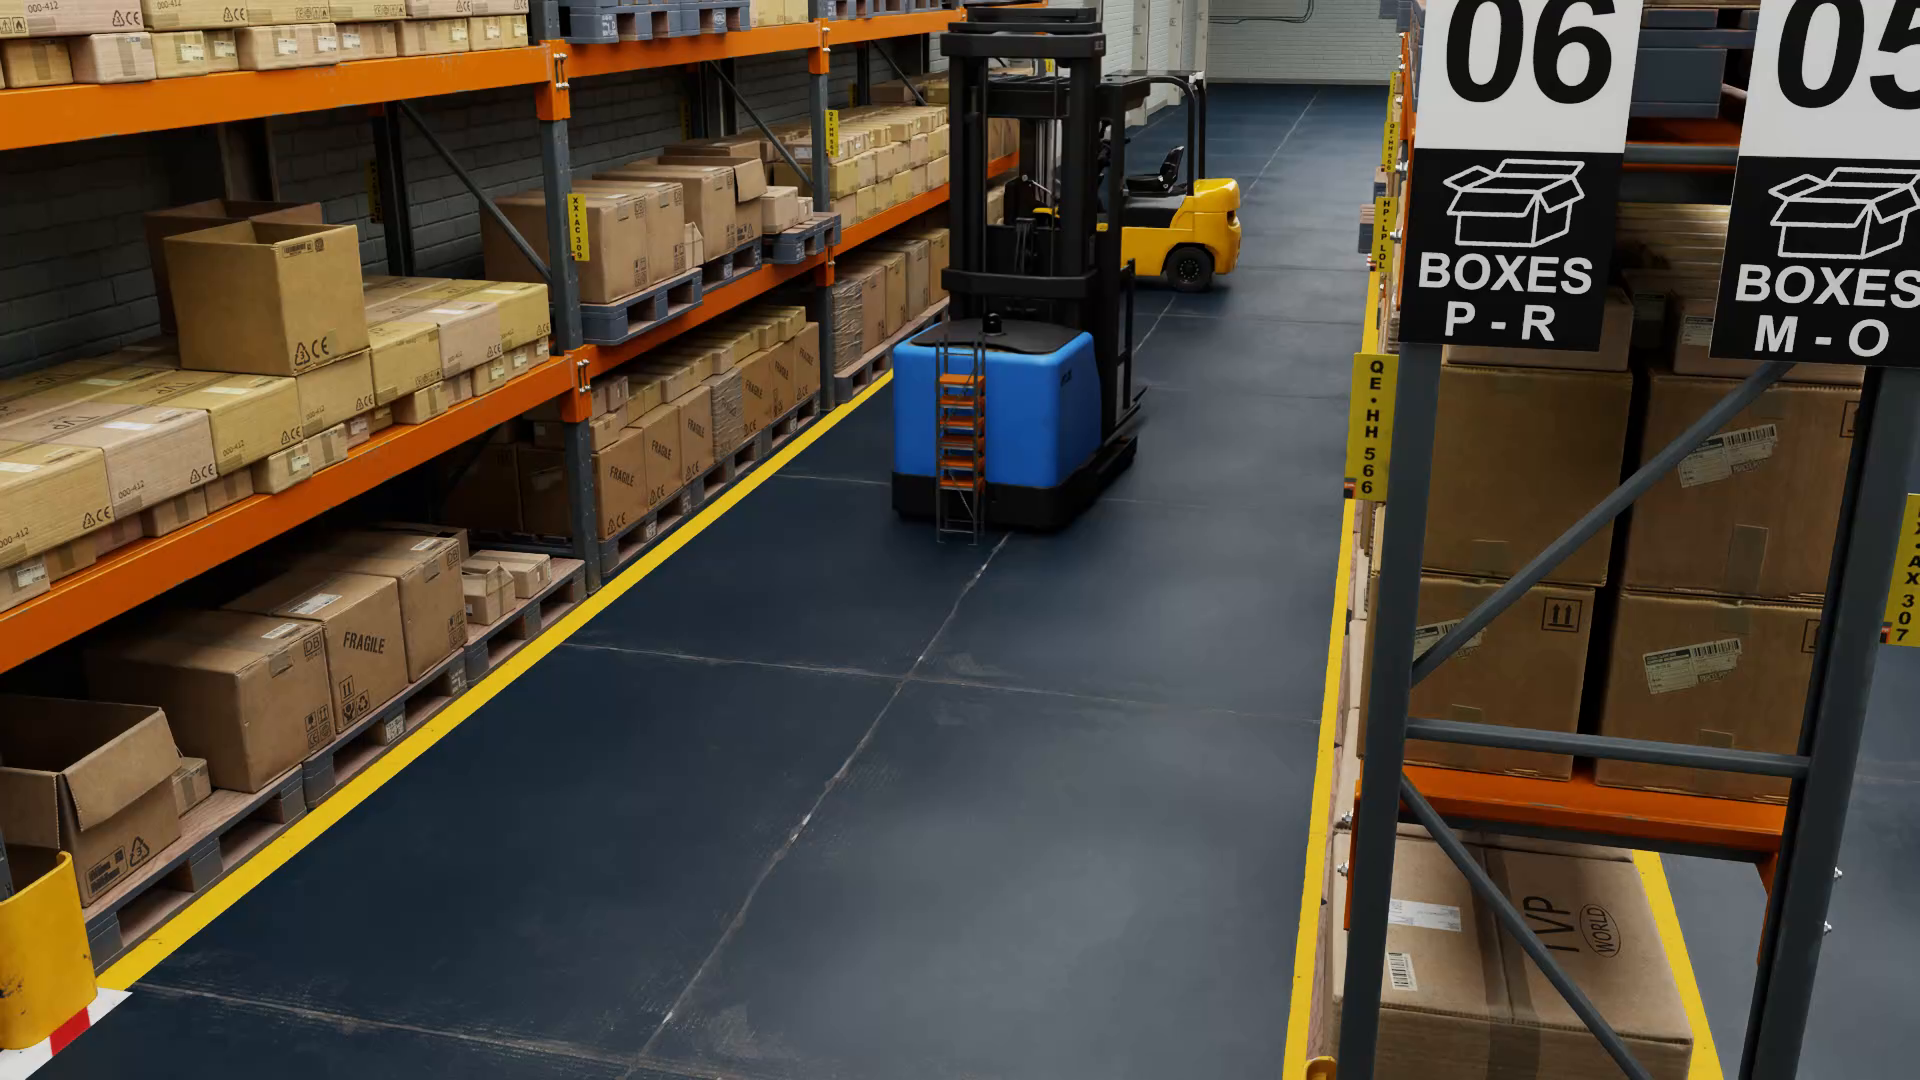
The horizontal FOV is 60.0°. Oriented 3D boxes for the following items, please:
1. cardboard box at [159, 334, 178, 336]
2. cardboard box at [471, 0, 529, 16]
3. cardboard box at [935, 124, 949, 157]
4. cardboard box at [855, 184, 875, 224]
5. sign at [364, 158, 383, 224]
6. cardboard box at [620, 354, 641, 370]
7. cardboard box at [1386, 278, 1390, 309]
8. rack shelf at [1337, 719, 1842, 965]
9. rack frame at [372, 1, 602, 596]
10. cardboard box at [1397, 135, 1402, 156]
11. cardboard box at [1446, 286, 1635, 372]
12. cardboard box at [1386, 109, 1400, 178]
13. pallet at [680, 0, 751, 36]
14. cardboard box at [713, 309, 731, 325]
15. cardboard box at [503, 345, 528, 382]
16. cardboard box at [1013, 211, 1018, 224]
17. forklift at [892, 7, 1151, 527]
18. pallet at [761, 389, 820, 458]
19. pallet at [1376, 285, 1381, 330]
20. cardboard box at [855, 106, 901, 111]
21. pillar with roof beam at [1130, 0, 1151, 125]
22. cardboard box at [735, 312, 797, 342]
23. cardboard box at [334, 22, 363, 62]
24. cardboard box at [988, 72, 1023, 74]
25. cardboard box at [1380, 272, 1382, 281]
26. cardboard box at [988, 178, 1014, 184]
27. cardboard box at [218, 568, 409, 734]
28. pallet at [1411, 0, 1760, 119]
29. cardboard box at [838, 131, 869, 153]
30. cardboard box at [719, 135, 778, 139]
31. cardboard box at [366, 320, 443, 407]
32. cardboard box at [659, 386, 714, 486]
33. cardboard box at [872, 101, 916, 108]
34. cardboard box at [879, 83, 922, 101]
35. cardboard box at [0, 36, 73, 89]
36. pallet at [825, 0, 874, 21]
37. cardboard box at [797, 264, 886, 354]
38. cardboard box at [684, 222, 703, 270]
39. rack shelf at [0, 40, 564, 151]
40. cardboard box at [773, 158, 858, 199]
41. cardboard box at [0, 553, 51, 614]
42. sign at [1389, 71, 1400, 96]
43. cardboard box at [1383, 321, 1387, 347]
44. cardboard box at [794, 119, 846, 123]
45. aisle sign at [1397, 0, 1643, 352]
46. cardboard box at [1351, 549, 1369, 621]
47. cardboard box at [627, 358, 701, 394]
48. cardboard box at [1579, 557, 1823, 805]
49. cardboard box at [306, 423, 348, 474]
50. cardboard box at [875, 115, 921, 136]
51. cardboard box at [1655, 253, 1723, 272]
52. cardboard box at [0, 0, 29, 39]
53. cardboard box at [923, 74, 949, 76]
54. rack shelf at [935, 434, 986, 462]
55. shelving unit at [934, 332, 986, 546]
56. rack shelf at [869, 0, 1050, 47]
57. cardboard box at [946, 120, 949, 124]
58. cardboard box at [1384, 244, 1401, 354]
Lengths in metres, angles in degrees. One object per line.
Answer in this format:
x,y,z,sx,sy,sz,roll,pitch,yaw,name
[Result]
-3.049,-0.796,7.148,0.500,0.250,0.500,5,20,15,cardboard box
-2.297,-2.497,7.490,0.500,0.250,0.500,5,19,14,cardboard box
-0.340,-3.678,15.274,0.500,0.250,0.500,4,19,12,cardboard box
-0.972,-2.639,13.005,0.500,0.250,0.500,4,19,12,cardboard box
-2.961,-1.770,8.437,0.100,0.325,0.005,5,19,13,sign
-2.246,-1.126,10.558,0.380,0.149,0.250,4,19,11,cardboard box
2.379,-1.269,8.219,0.500,0.250,0.500,5,20,15,cardboard box
1.903,0.179,5.636,1.077,0.370,4.000,5,19,13,rack shelf
-2.422,-1.179,8.499,1.000,3.000,0.127,5,19,13,rack frame
2.632,-1.952,9.061,0.500,0.500,0.500,5,19,14,cardboard box
1.308,-0.490,3.777,0.380,0.149,0.250,5,19,14,cardboard box
3.448,-2.914,12.315,0.500,0.500,0.500,3,19,10,cardboard box
-1.945,-3.034,9.579,1.213,0.211,1.003,5,19,13,pallet
-1.875,-1.617,11.994,0.380,0.149,0.250,6,20,16,cardboard box
-2.298,-0.857,7.945,0.380,0.149,0.250,5,20,15,cardboard box
0.329,-3.421,17.893,0.500,0.250,0.500,5,19,13,cardboard box
0.562,-1.899,10.714,1.130,2.935,3.031,7,20,18,forklift
-1.664,-0.882,11.944,1.003,0.211,1.213,5,19,13,pallet
4.476,-2.189,15.771,1.003,0.211,1.213,5,19,13,pallet
-0.762,-3.948,15.446,0.380,0.149,0.250,4,19,12,cardboard box
8.038,-12.934,33.633,9.100,9.000,0.400,5,19,13,pillar with roof beam
-1.357,-1.493,11.632,0.380,0.149,0.250,4,19,11,cardboard box
-2.574,-1.946,6.493,0.380,0.149,0.250,5,19,14,cardboard box
0.470,-4.980,18.008,0.380,0.149,0.250,5,20,15,cardboard box
4.351,-2.568,16.168,0.500,0.250,0.500,4,19,12,cardboard box
0.467,-3.823,18.296,0.500,0.250,0.500,5,19,14,cardboard box
-2.686,0.452,6.941,0.500,0.500,0.500,5,19,14,cardboard box
1.586,-1.145,3.897,1.003,0.211,1.213,5,19,13,pallet
-0.928,-3.113,13.003,0.380,0.149,0.250,5,19,14,cardboard box
-1.606,-2.996,12.660,0.380,0.149,0.250,5,20,15,cardboard box
-2.553,-0.757,7.034,0.500,0.250,0.500,5,19,13,cardboard box
-1.839,-0.653,10.175,0.500,0.500,0.500,4,19,12,cardboard box
-0.638,-4.162,16.074,0.380,0.149,0.250,5,19,13,cardboard box
-0.581,-4.381,16.255,0.380,0.149,0.250,4,19,12,cardboard box
-2.979,-1.471,5.101,0.380,0.149,0.250,5,19,14,cardboard box
-1.366,-3.983,12.359,1.213,0.211,1.003,6,20,16,pallet
-1.127,-1.908,13.656,0.875,0.625,0.625,5,20,15,cardboard box
-1.711,-1.719,9.639,0.396,0.266,0.258,6,20,16,cardboard box
-2.911,-1.631,6.295,1.077,0.370,4.000,5,19,13,rack shelf
-1.076,-2.716,12.458,0.500,0.250,0.500,5,19,13,cardboard box
-3.053,0.112,5.107,0.380,0.149,0.250,5,19,13,cardboard box
4.797,-5.002,18.352,0.100,0.325,0.005,5,19,13,sign
1.896,-0.552,6.508,0.500,0.500,0.500,5,19,14,cardboard box
-1.179,-3.473,14.058,0.380,0.149,0.250,5,19,14,cardboard box
1.096,-0.767,3.270,0.394,0.787,0.004,5,19,13,aisle sign
2.134,0.414,7.150,0.875,0.438,0.875,4,19,13,cardboard box
-1.819,-1.008,10.211,0.380,0.149,0.250,5,20,15,cardboard box
1.810,0.290,4.042,0.500,0.500,0.500,5,19,13,cardboard box
-2.646,-0.372,6.524,0.380,0.149,0.250,5,20,15,cardboard box
-0.553,-3.591,14.403,0.380,0.149,0.250,4,19,12,cardboard box
1.939,-0.612,4.132,0.380,0.149,0.250,5,20,15,cardboard box
-3.026,-1.532,4.664,0.500,0.250,0.500,4,19,13,cardboard box
-0.185,-4.864,17.670,0.380,0.149,0.250,5,19,14,cardboard box
0.004,-0.530,9.521,0.258,0.103,0.180,5,19,13,rack shelf
0.004,-0.572,9.507,0.258,1.200,0.189,5,19,13,shelving unit
0.021,-5.393,17.307,1.077,0.370,4.000,5,19,13,rack shelf
-0.106,-3.852,16.171,0.500,0.500,0.500,4,19,12,cardboard box
1.649,-0.703,5.404,0.500,0.500,0.500,5,19,13,cardboard box
